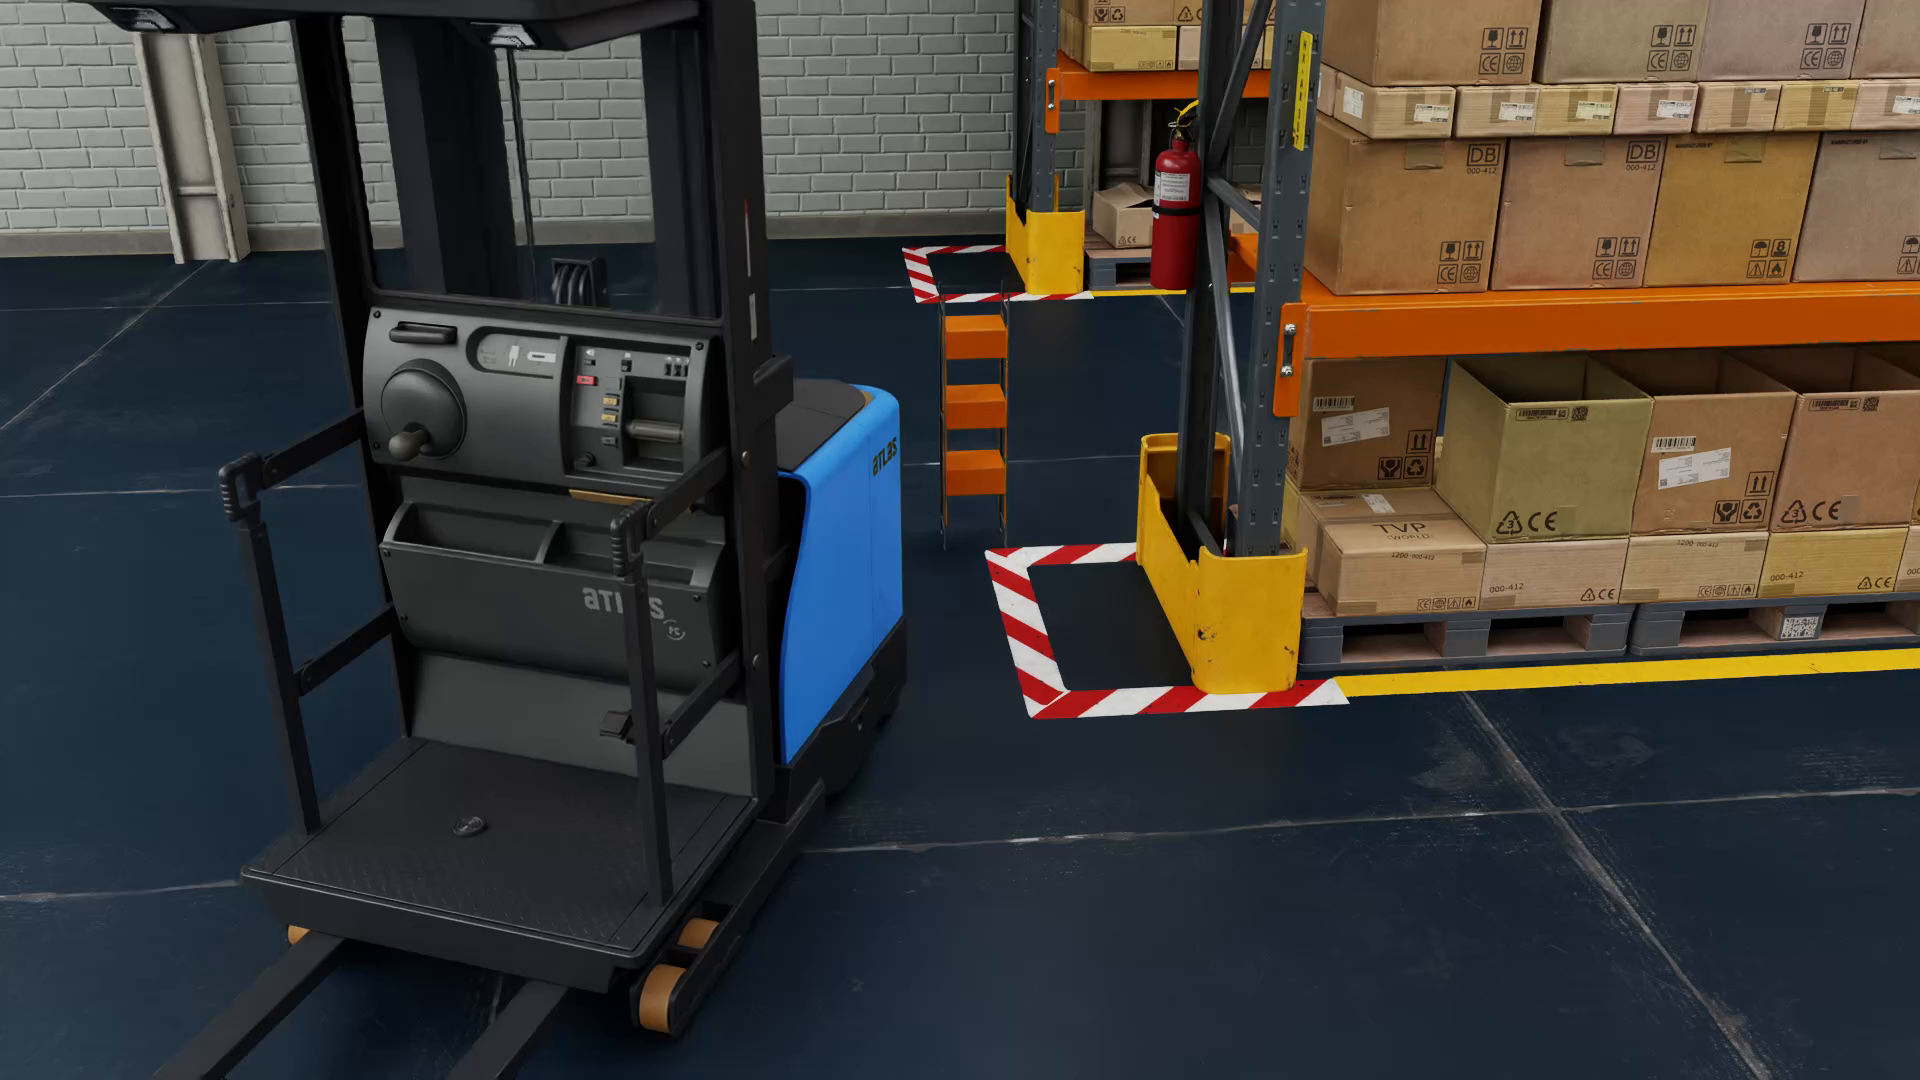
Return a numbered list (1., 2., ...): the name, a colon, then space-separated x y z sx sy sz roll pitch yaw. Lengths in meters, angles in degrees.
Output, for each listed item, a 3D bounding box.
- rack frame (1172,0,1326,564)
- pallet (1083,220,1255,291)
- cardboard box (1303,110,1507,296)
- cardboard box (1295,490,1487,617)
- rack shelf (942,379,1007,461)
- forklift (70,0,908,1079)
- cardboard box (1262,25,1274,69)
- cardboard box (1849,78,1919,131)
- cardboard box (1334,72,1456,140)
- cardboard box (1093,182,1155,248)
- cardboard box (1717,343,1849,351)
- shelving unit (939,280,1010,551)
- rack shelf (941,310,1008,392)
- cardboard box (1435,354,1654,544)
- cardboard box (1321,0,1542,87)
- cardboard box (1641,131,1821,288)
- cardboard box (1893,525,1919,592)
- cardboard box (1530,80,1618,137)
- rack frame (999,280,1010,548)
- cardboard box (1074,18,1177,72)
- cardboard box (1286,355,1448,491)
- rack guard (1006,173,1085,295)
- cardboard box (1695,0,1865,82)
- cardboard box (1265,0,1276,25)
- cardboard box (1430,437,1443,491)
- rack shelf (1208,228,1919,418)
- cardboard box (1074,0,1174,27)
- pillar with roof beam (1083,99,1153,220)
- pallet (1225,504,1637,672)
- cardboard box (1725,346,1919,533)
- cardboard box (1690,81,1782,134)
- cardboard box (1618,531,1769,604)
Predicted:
1. rack frame: 0.943 -1.093 5.516 0.127 3.000 1.000 -2 24 -5
2. pallet: 1.340 -1.842 10.635 1.213 0.211 1.003 -2 24 -5
3. cardboard box: 1.409 -1.152 5.526 0.500 0.500 0.700 -2 24 -5
4. cardboard box: 1.498 0.040 5.835 0.500 0.250 0.500 -2 24 -5
5. rack shelf: 0.053 -0.472 6.546 0.240 0.259 0.215 -2 24 -5
6. forklift: -1.101 -0.320 3.861 1.130 2.935 3.031 7 25 16
7. cardboard box: 1.992 -2.971 9.902 0.500 0.250 0.500 -3 24 -6
8. cardboard box: 2.884 -1.425 5.341 0.250 0.149 0.380 -2 24 -5
9. cardboard box: 1.354 -1.364 5.203 0.250 0.149 0.380 -2 24 -6
10. cardboard box: 1.150 -2.059 10.458 0.500 0.311 0.500 -5 24 -11
11. cardboard box: 2.939 -0.578 6.303 0.500 0.500 0.500 -2 24 -5
12. shelving unit: 0.053 -0.482 6.542 0.252 1.050 0.215 -2 24 -5
13. rack shelf: 0.053 -0.732 6.431 0.240 0.259 0.215 -2 24 -5
14. cardboard box: 1.996 -0.323 5.729 0.500 0.500 0.500 -2 24 -5
15. cardboard box: 1.461 -1.747 5.267 0.500 0.500 0.700 -2 24 -5
16. cardboard box: 2.425 -1.193 5.617 0.500 0.500 0.700 -2 24 -5
17. cardboard box: 3.489 -0.039 6.014 0.500 0.250 0.500 -2 24 -5
18. cardboard box: 1.865 -1.385 5.251 0.250 0.149 0.380 -2 24 -5
19. rack frame: 0.174 -0.487 6.553 0.008 1.050 0.200 -2 24 -5
20. cardboard box: 0.969 -2.927 9.802 0.500 0.250 0.500 -3 24 -7
21. cardboard box: 1.447 -0.513 6.156 0.500 0.500 0.500 -2 24 -5
22. rack guard: 0.528 -1.956 10.535 0.348 0.500 1.175 -2 24 -5
23. cardboard box: 2.486 -1.791 5.365 0.500 0.500 0.700 -2 24 -5
24. cardboard box: 1.964 -3.310 9.740 0.500 0.500 0.500 -3 24 -7
25. cardboard box: 1.944 -0.194 6.362 0.500 0.250 0.500 -2 24 -5
26. rack shelf: 2.933 -0.844 5.842 4.000 0.370 1.077 -2 24 -5
27. cardboard box: 0.957 -3.276 9.664 0.500 0.500 0.500 -2 24 -5
28. pillar with roof beam: 1.487 -4.474 5.737 0.400 9.000 9.100 -2 24 -5
29. pallet: 1.700 0.134 6.189 1.213 0.211 1.003 -2 24 -5
30. cardboard box: 2.991 -0.361 5.815 0.500 0.500 0.500 -2 24 -5
31. cardboard box: 2.382 -1.406 5.298 0.250 0.149 0.380 -3 24 -7
32. cardboard box: 2.493 -0.001 5.928 0.500 0.250 0.500 -2 24 -5
